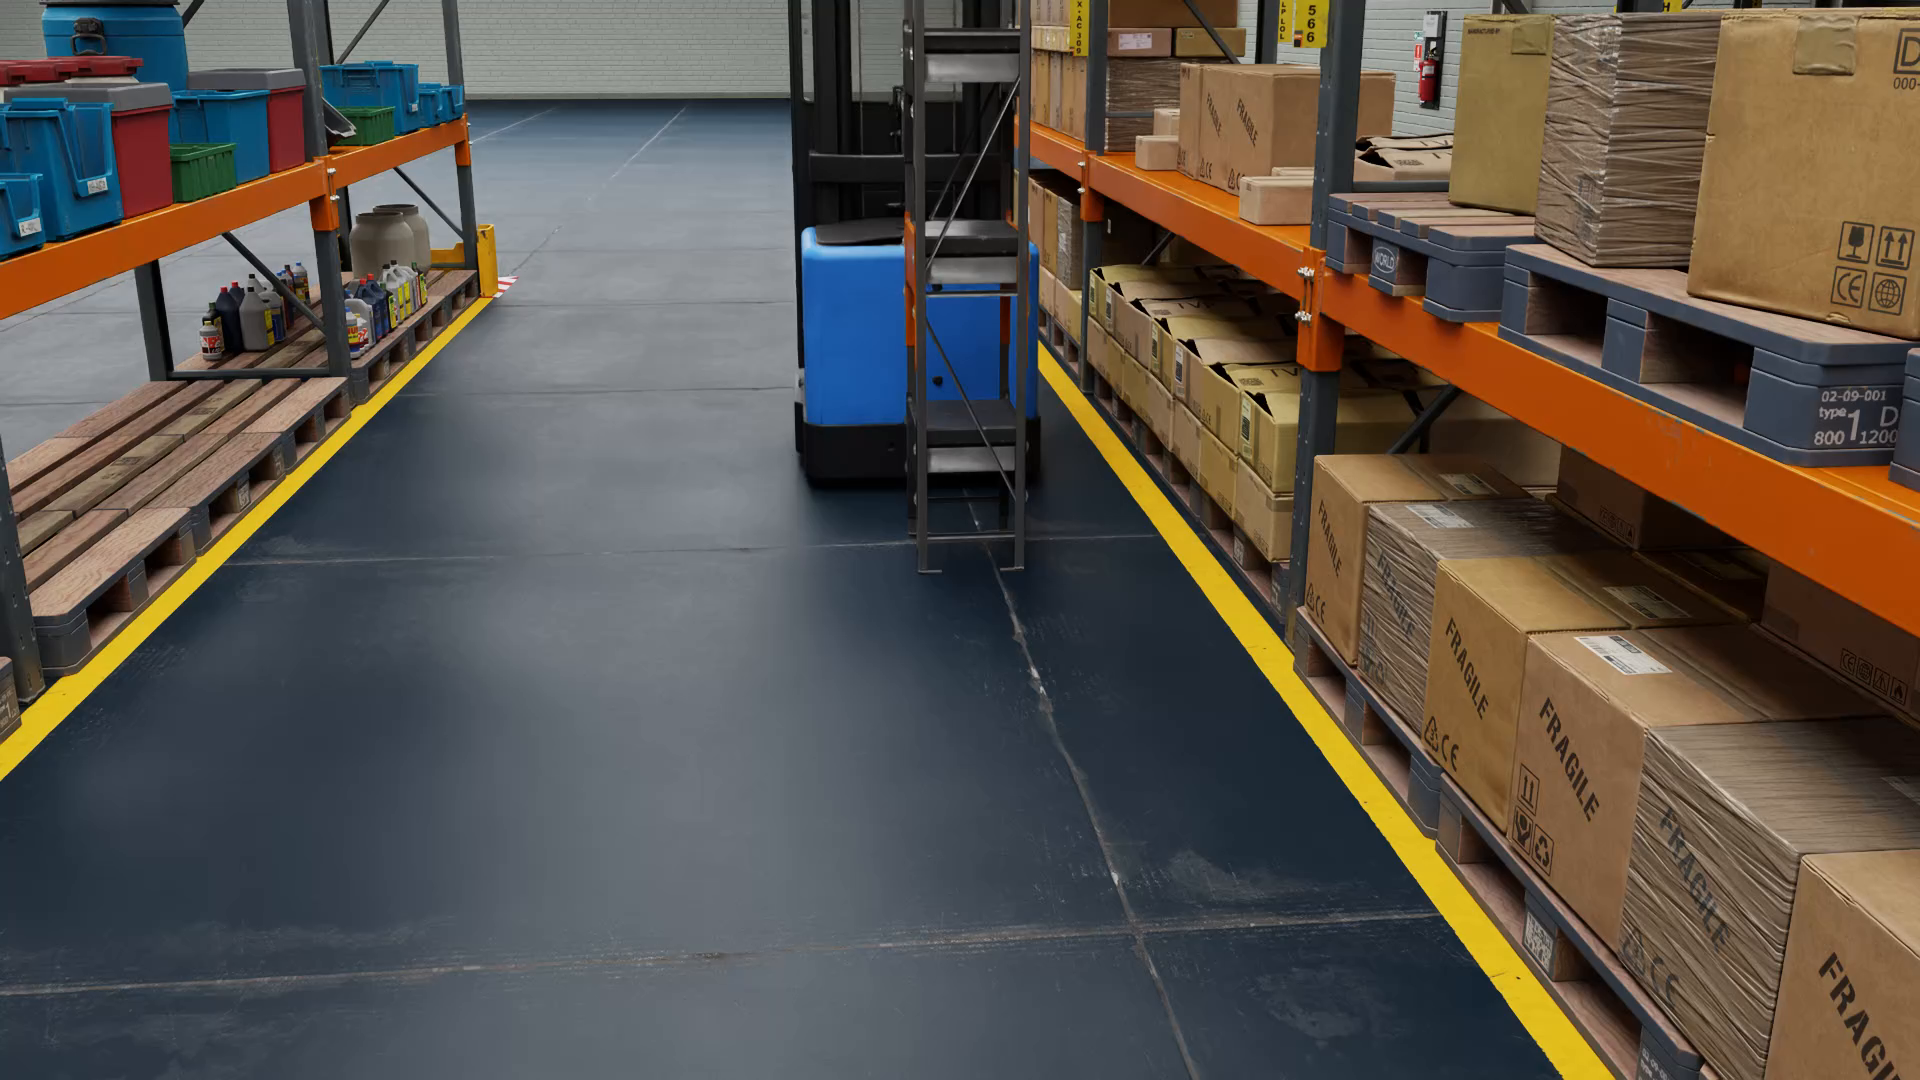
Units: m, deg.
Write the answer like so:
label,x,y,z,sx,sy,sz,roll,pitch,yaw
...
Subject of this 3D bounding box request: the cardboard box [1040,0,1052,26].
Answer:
label,x,y,z,sx,sy,sz,roll,pitch,yaw
cardboard box,0.917,-3.669,11.022,0.700,0.500,0.500,-2,18,-5

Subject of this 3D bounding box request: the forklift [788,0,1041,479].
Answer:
label,x,y,z,sx,sy,sz,roll,pitch,yaw
forklift,-0.303,-2.061,8.348,1.130,2.935,3.031,-2,18,-5

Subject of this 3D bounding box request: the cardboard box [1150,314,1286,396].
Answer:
label,x,y,z,sx,sy,sz,roll,pitch,yaw
cardboard box,1.131,-0.839,7.296,0.500,0.311,0.500,-1,17,-4

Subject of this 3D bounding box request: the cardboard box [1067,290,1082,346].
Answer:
label,x,y,z,sx,sy,sz,roll,pitch,yaw
cardboard box,0.911,-1.292,9.674,0.500,0.250,0.500,-2,18,-6

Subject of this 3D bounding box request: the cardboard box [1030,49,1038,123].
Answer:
label,x,y,z,sx,sy,sz,roll,pitch,yaw
cardboard box,0.858,-3.216,11.746,0.700,0.500,0.500,-1,17,-4

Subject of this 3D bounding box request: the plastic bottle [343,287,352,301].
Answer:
label,x,y,z,sx,sy,sz,roll,pitch,yaw
plastic bottle,-3.565,-1.315,9.547,0.144,0.351,0.185,-2,18,-6

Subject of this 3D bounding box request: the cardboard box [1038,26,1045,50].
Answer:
label,x,y,z,sx,sy,sz,roll,pitch,yaw
cardboard box,0.725,-3.314,10.975,0.380,0.149,0.250,-2,18,-6

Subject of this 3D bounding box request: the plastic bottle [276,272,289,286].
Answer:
label,x,y,z,sx,sy,sz,roll,pitch,yaw
plastic bottle,-4.241,-1.539,10.390,0.097,0.271,0.097,0,17,0

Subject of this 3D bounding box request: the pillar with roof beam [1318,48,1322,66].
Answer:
label,x,y,z,sx,sy,sz,roll,pitch,yaw
pillar with roof beam,1.103,-9.741,22.680,9.100,9.000,0.400,-2,18,-6

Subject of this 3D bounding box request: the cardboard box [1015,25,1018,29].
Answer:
label,x,y,z,sx,sy,sz,roll,pitch,yaw
cardboard box,0.590,-3.698,12.197,0.380,0.149,0.250,-2,18,-6

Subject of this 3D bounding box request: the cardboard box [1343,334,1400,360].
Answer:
label,x,y,z,sx,sy,sz,roll,pitch,yaw
cardboard box,1.714,-0.710,6.884,0.500,0.311,0.500,-2,18,-7

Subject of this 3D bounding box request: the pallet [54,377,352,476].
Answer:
label,x,y,z,sx,sy,sz,roll,pitch,yaw
pallet,-3.632,-0.557,8.099,1.003,0.211,1.213,-2,18,-6

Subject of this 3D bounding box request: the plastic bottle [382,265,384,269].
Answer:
label,x,y,z,sx,sy,sz,roll,pitch,yaw
plastic bottle,-3.645,-1.613,10.607,0.061,0.283,0.133,-2,18,-6

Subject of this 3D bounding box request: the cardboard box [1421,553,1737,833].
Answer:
label,x,y,z,sx,sy,sz,roll,pitch,yaw
cardboard box,1.458,0.352,3.987,0.500,0.500,0.500,-2,18,-6

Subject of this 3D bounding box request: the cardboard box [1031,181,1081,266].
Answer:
label,x,y,z,sx,sy,sz,roll,pitch,yaw
cardboard box,0.750,-2.097,10.985,0.500,0.500,0.500,-2,18,-6

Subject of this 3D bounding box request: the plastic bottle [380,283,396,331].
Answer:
label,x,y,z,sx,sy,sz,roll,pitch,yaw
plastic bottle,-3.417,-1.394,9.911,0.061,0.283,0.133,-1,17,-3

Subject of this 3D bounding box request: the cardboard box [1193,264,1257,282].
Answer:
label,x,y,z,sx,sy,sz,roll,pitch,yaw
cardboard box,1.503,-1.316,8.816,0.500,0.311,0.500,-2,18,-6

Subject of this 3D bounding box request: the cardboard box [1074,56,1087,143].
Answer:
label,x,y,z,sx,sy,sz,roll,pitch,yaw
cardboard box,1.063,-2.609,9.812,0.700,0.500,0.500,-2,18,-6

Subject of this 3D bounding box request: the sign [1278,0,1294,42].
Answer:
label,x,y,z,sx,sy,sz,roll,pitch,yaw
sign,1.715,-2.807,8.808,0.100,0.325,0.005,-2,18,-6

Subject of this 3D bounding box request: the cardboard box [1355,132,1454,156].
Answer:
label,x,y,z,sx,sy,sz,roll,pitch,yaw
cardboard box,1.689,-1.310,5.992,0.500,0.311,0.500,-2,18,-6

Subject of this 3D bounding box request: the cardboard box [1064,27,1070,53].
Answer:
label,x,y,z,sx,sy,sz,roll,pitch,yaw
cardboard box,0.832,-3.007,9.998,0.380,0.149,0.250,-2,18,-6

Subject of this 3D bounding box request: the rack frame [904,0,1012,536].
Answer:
label,x,y,z,sx,sy,sz,roll,pitch,yaw
rack frame,-0.008,-1.025,6.437,0.400,2.100,0.015,-2,18,-6

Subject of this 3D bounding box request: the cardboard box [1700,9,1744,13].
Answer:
label,x,y,z,sx,sy,sz,roll,pitch,yaw
cardboard box,5.529,-3.461,11.657,0.500,0.500,0.500,-2,18,-7

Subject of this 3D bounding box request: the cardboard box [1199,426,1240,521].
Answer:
label,x,y,z,sx,sy,sz,roll,pitch,yaw
cardboard box,1.235,-0.272,6.424,0.500,0.250,0.500,-2,18,-6

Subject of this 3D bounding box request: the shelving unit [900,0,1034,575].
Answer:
label,x,y,z,sx,sy,sz,roll,pitch,yaw
shelving unit,0.017,-0.952,6.205,0.431,2.100,0.503,-2,18,-6

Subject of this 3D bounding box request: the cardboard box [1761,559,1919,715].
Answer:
label,x,y,z,sx,sy,sz,roll,pitch,yaw
cardboard box,2.038,0.137,3.419,0.500,0.250,0.500,-2,18,-7

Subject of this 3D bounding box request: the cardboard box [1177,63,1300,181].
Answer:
label,x,y,z,sx,sy,sz,roll,pitch,yaw
cardboard box,1.294,-1.934,7.662,0.500,0.500,0.500,-1,17,-2

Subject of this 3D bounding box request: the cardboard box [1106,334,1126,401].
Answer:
label,x,y,z,sx,sy,sz,roll,pitch,yaw
cardboard box,1.023,-0.881,8.363,0.500,0.250,0.500,-1,17,-4

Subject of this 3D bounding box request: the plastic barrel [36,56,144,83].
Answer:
label,x,y,z,sx,sy,sz,roll,pitch,yaw
plastic barrel,-3.871,-1.893,7.473,0.433,0.535,0.433,0,17,0

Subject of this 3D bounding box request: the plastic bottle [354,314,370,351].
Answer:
label,x,y,z,sx,sy,sz,roll,pitch,yaw
plastic bottle,-3.369,-1.164,9.315,0.097,0.201,0.097,0,17,0

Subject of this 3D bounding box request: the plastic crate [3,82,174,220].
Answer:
label,x,y,z,sx,sy,sz,roll,pitch,yaw
plastic crate,-3.201,-1.450,6.181,0.402,0.464,0.583,-2,18,-6

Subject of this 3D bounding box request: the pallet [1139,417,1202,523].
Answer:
label,x,y,z,sx,sy,sz,roll,pitch,yaw
pallet,1.420,-0.359,7.469,1.003,0.211,1.213,-2,18,-6

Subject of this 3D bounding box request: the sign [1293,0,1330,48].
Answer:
label,x,y,z,sx,sy,sz,roll,pitch,yaw
sign,1.037,-1.615,4.880,0.100,0.325,0.005,-2,18,-6

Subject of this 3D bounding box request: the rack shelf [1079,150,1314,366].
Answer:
label,x,y,z,sx,sy,sz,roll,pitch,yaw
rack shelf,1.382,-1.333,7.117,1.077,0.370,4.000,-2,18,-6

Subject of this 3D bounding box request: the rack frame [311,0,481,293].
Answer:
label,x,y,z,sx,sy,sz,roll,pitch,yaw
rack frame,-4.164,-3.312,12.219,1.000,3.000,0.127,-2,18,-6

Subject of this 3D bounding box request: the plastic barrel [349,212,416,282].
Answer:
label,x,y,z,sx,sy,sz,roll,pitch,yaw
plastic barrel,-3.968,-1.982,11.436,0.421,0.512,0.421,0,17,0

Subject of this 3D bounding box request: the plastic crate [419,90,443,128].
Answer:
label,x,y,z,sx,sy,sz,roll,pitch,yaw
plastic crate,-3.753,-2.908,11.179,0.499,0.251,0.408,-2,18,-6

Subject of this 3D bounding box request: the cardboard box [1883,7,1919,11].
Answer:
label,x,y,z,sx,sy,sz,roll,pitch,yaw
cardboard box,5.747,-2.853,9.723,0.500,0.500,0.500,-2,18,-6

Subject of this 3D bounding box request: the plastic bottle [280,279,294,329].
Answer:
label,x,y,z,sx,sy,sz,roll,pitch,yaw
plastic bottle,-4.064,-1.423,10.001,0.061,0.283,0.133,-2,18,-6

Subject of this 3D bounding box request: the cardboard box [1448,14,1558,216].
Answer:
label,x,y,z,sx,sy,sz,roll,pitch,yaw
cardboard box,1.766,-1.144,4.447,0.700,0.500,0.500,-8,19,-24

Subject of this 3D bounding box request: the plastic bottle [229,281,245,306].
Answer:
label,x,y,z,sx,sy,sz,roll,pitch,yaw
plastic bottle,-4.124,-1.307,9.519,0.144,0.351,0.185,-3,18,-8

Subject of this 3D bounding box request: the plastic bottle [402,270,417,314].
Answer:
label,x,y,z,sx,sy,sz,roll,pitch,yaw
plastic bottle,-3.525,-1.572,10.488,0.152,0.276,0.135,-2,18,-7

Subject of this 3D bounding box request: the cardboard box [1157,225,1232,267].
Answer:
label,x,y,z,sx,sy,sz,roll,pitch,yaw
cardboard box,1.440,-1.666,9.614,0.500,0.500,0.500,-2,18,-6

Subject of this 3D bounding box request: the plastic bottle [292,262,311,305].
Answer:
label,x,y,z,sx,sy,sz,roll,pitch,yaw
plastic bottle,-4.287,-1.670,10.811,0.097,0.271,0.097,0,17,0

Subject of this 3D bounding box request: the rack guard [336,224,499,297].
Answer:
label,x,y,z,sx,sy,sz,roll,pitch,yaw
rack guard,-4.109,-2.098,12.526,1.175,0.500,0.348,-2,18,-6

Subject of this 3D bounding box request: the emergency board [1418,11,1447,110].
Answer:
label,x,y,z,sx,sy,sz,roll,pitch,yaw
emergency board,5.787,-5.961,20.658,0.194,1.169,0.643,-2,18,-6

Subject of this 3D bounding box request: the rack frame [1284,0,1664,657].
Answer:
label,x,y,z,sx,sy,sz,roll,pitch,yaw
rack frame,1.589,-1.080,5.111,1.000,3.000,0.127,-2,18,-6

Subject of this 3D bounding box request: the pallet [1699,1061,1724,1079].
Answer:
label,x,y,z,sx,sy,sz,roll,pitch,yaw
pallet,1.880,1.201,2.501,1.003,0.211,1.213,-2,18,-6

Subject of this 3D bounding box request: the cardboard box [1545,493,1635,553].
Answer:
label,x,y,z,sx,sy,sz,roll,pitch,yaw
cardboard box,1.919,0.174,4.555,0.500,0.500,0.500,-1,17,-3

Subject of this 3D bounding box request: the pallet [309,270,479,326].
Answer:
label,x,y,z,sx,sy,sz,roll,pitch,yaw
pallet,-4.031,-1.718,11.798,1.003,0.211,1.213,-2,18,-6
